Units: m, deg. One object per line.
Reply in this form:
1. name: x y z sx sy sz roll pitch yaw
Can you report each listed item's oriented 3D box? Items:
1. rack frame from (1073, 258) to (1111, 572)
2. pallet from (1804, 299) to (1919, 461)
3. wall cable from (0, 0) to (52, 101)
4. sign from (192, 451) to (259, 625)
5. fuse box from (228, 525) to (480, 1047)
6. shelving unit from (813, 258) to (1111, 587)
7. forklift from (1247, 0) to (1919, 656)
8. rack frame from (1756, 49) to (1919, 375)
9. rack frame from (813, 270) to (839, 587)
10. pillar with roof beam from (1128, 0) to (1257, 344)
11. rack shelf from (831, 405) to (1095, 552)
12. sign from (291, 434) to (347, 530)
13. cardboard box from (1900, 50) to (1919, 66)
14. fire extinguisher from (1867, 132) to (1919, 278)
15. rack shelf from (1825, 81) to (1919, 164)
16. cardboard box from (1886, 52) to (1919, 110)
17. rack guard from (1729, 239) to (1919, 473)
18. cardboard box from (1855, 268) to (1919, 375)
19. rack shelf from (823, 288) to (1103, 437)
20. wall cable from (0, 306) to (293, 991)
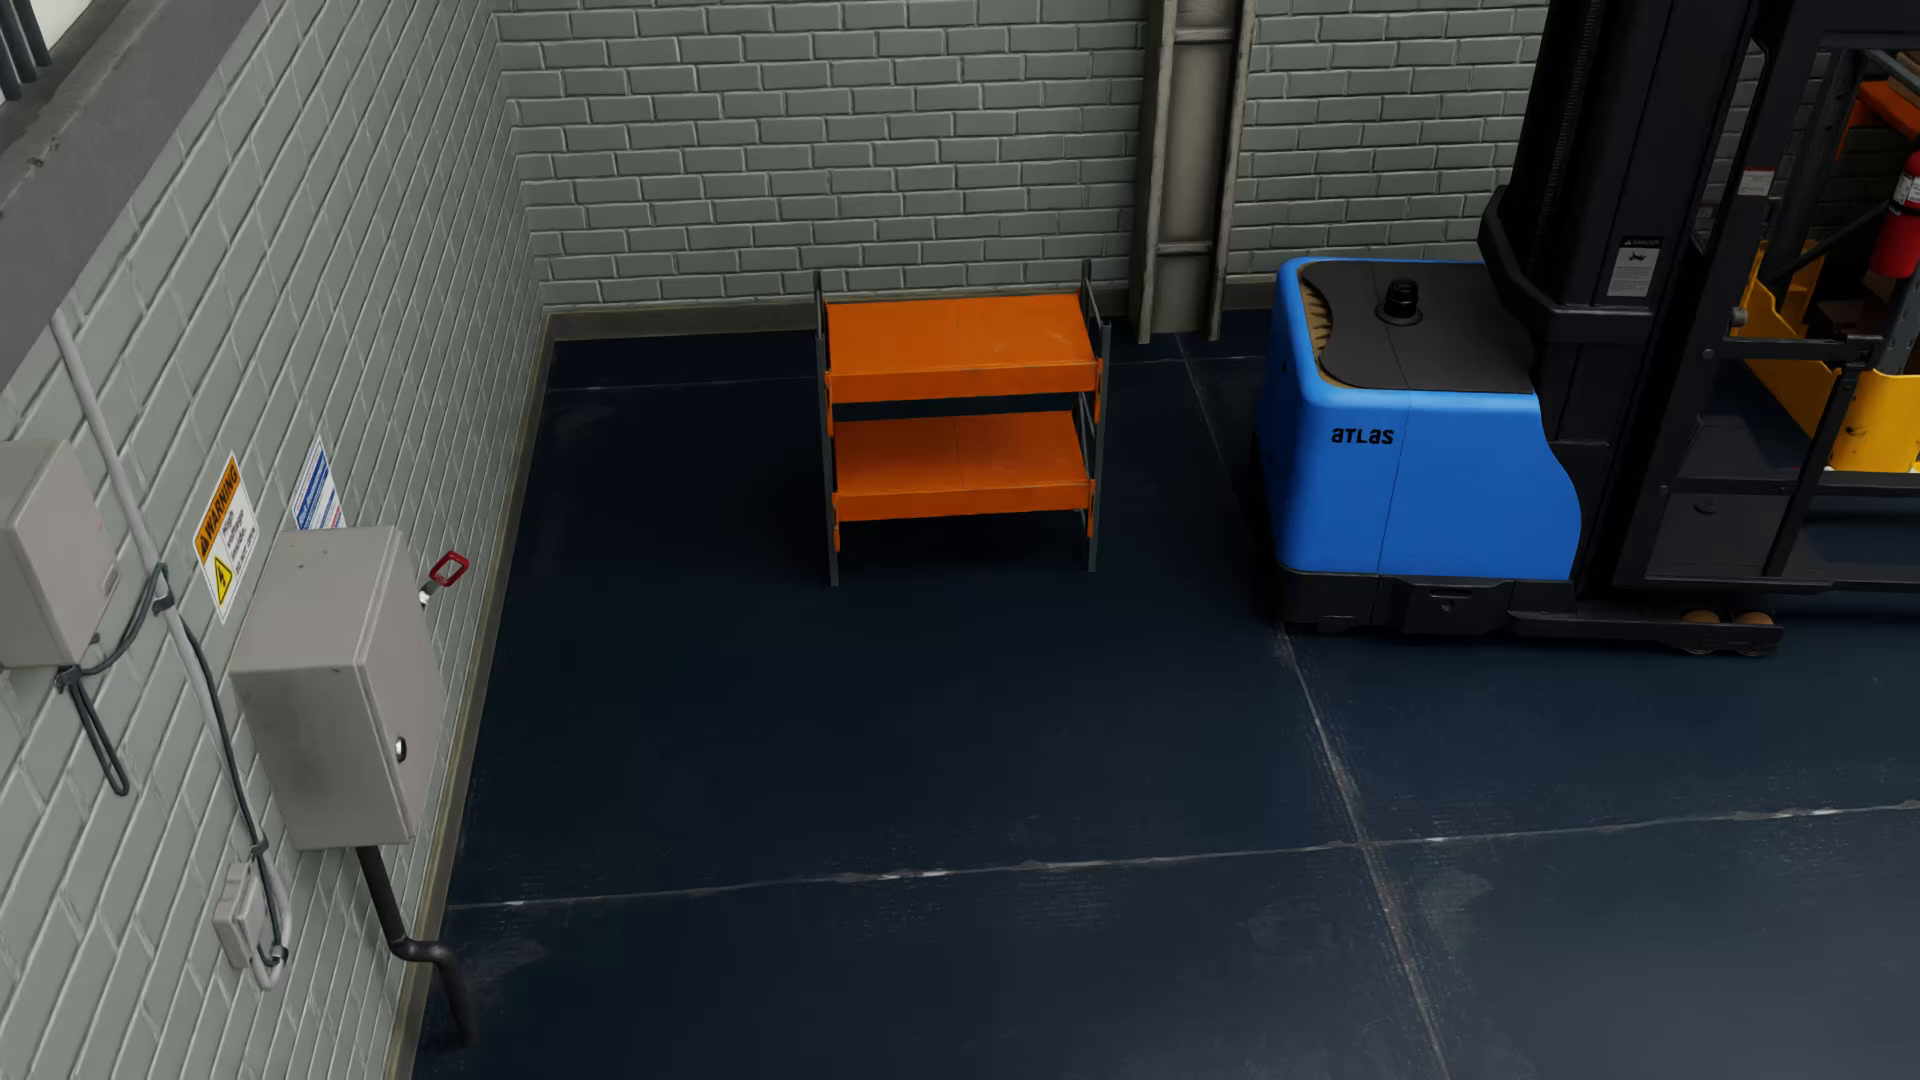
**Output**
1. rack frame: 0.500 -0.469 6.436 0.032 1.125 0.500 -3 38 -4
2. pallet: 4.666 -0.765 7.549 1.213 0.211 1.003 -3 38 -4
3. wall cable: -1.674 -2.818 3.026 0.133 3.039 2.988 -3 38 -4
4. sign: -1.617 -0.008 3.672 0.001 0.242 0.339 -3 38 -4
5. fuse box: -1.416 0.777 4.384 0.414 1.711 0.539 -3 38 -4
6. shelving unit: -0.007 -0.441 6.401 1.048 1.125 0.538 -3 38 -4
7. forklift: 2.696 -1.059 5.726 3.031 2.935 1.130 2 38 2
8. rack frame: 3.796 -1.811 6.624 0.127 3.000 1.000 -3 38 -4
9. rack frame: -0.513 -0.413 6.366 0.032 1.125 0.500 -3 38 -4
10. pillar with roof beam: 1.412 -1.918 1.916 0.400 9.000 9.100 -3 38 -4
11. rack shelf: -0.007 -0.249 6.553 1.000 0.278 0.538 -3 38 -4
12. sign: -1.666 0.015 4.386 0.001 0.494 0.329 -3 38 -4
13. cardboard box: 4.231 -2.058 6.818 0.500 0.250 0.500 -2 38 -3
14. fire extinguisher: 3.691 -1.341 6.392 0.183 0.674 0.296 -3 38 -4
15. rack shelf: 5.788 -1.638 6.986 4.000 0.370 1.077 -3 38 -4
16. cardboard box: 4.103 -1.896 6.935 0.250 0.149 0.380 -4 38 -4
17. rack guard: 3.872 -0.834 7.403 0.348 0.500 1.175 -3 38 -4
18. cardboard box: 4.414 -0.971 7.235 0.637 0.503 0.797 -5 39 -6
19. rack shelf: -0.007 -0.671 6.220 1.000 0.278 0.538 -3 38 -4
20. wall cable: -1.512 0.302 3.126 0.122 1.984 0.588 -3 38 -4
